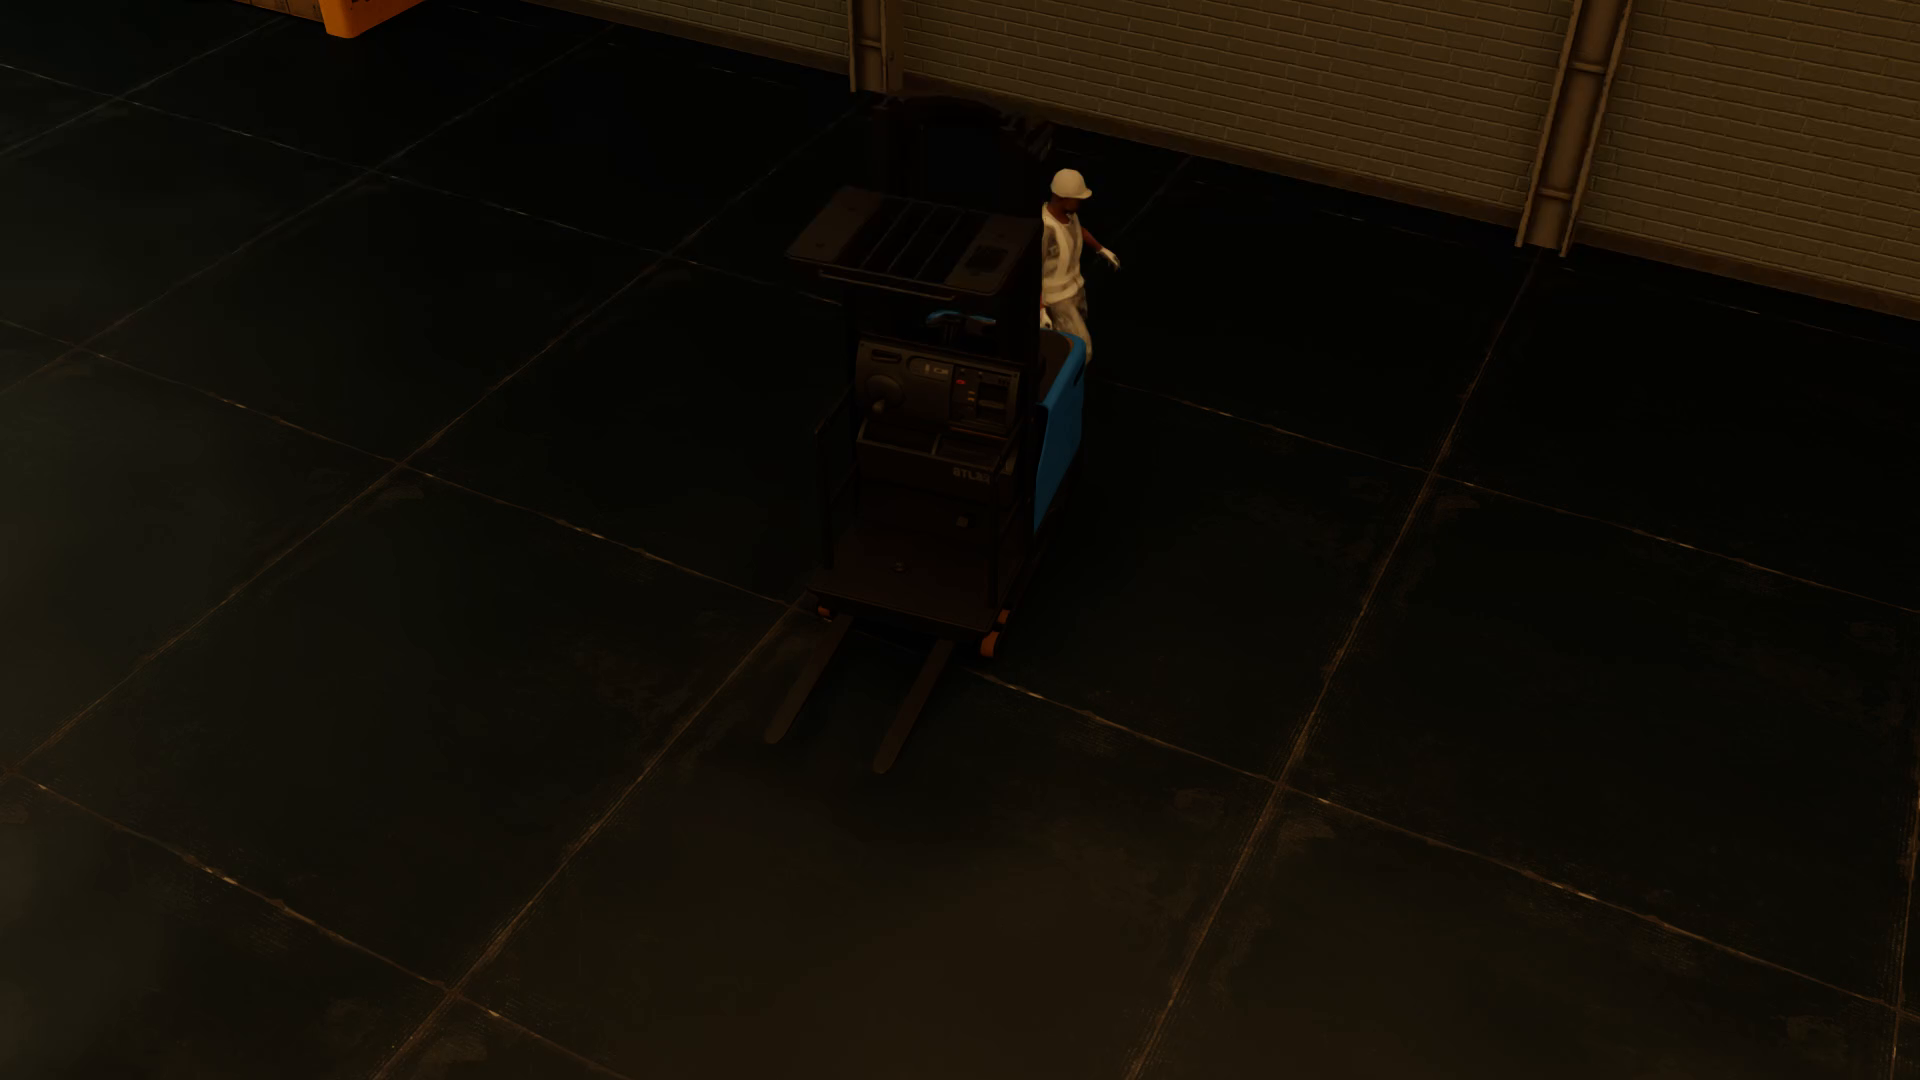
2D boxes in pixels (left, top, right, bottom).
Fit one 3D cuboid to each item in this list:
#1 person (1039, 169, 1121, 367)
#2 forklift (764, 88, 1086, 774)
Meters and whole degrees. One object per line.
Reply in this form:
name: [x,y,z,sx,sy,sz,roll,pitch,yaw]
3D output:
person: [0.683,-1.687,11.006,0.661,1.651,1.012,16,43,18]
forklift: [-0.197,-0.747,8.874,1.130,2.935,3.031,13,42,15]
